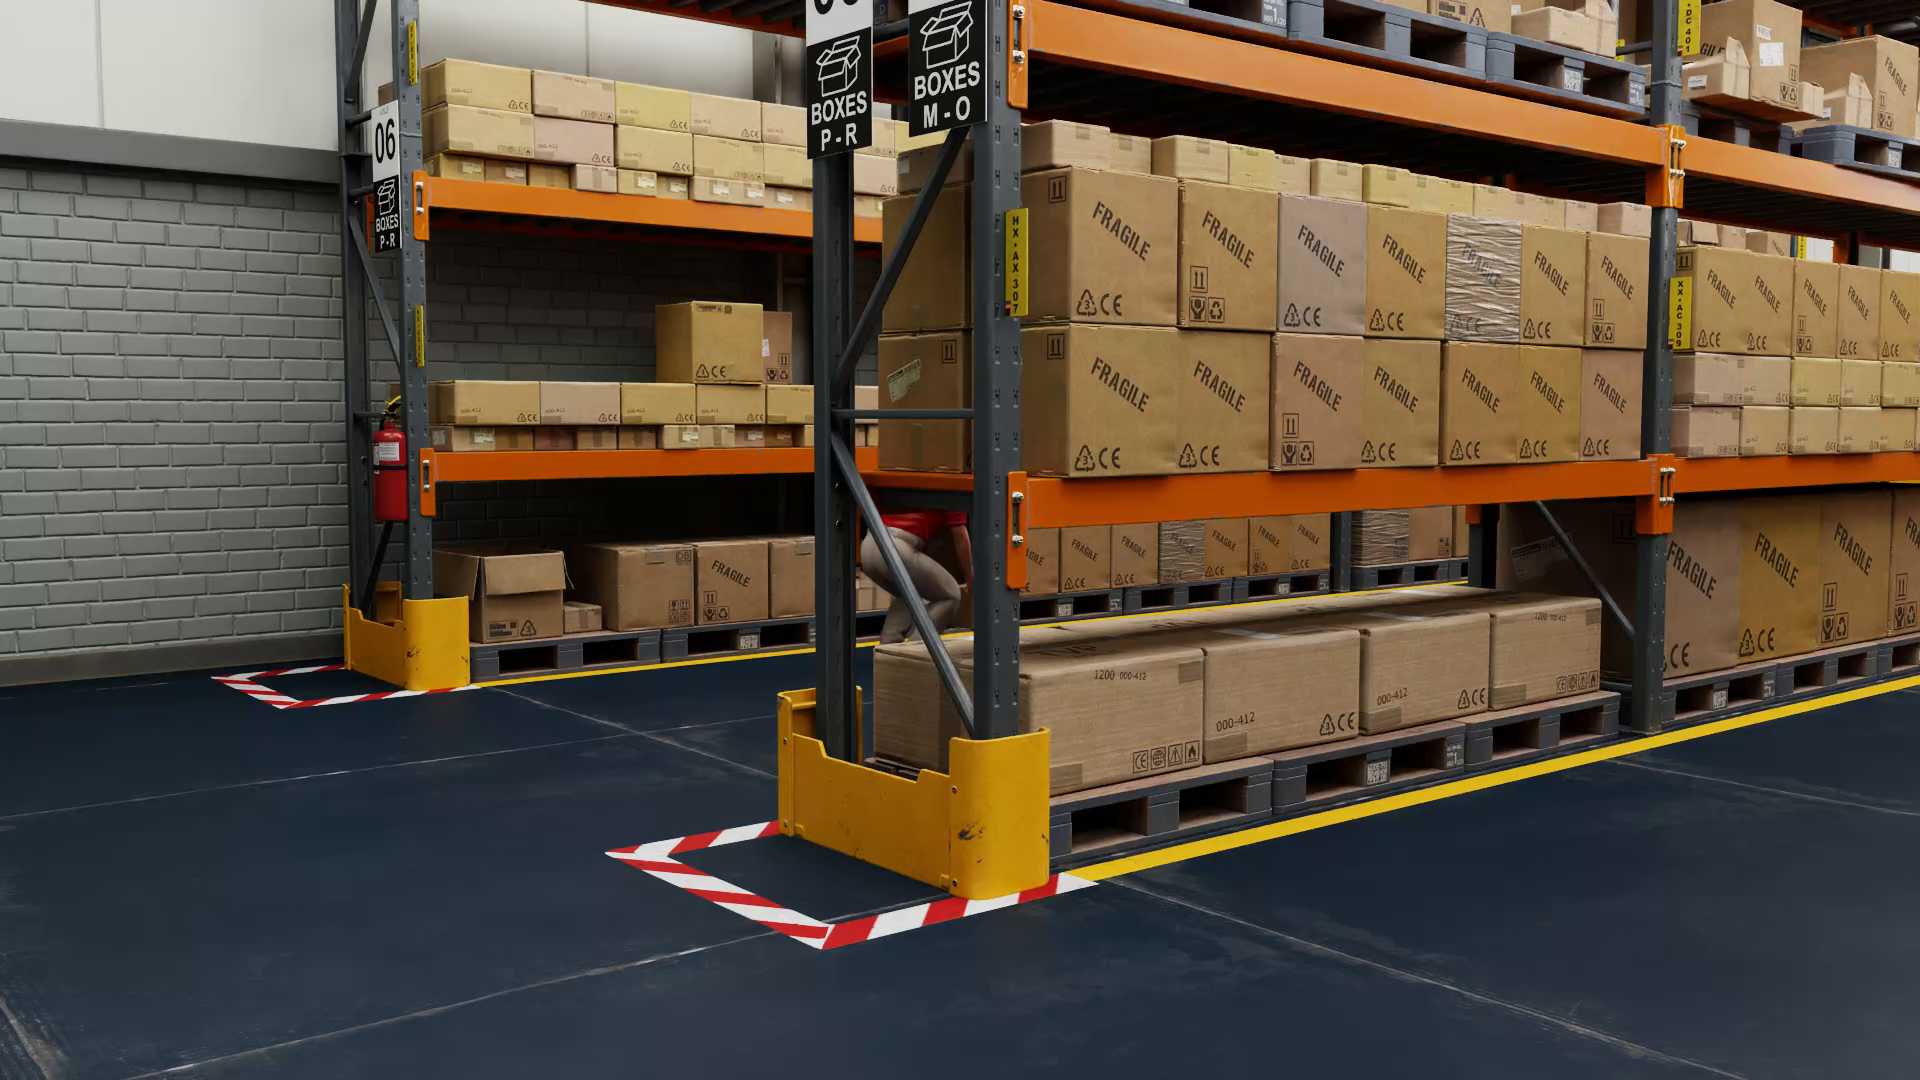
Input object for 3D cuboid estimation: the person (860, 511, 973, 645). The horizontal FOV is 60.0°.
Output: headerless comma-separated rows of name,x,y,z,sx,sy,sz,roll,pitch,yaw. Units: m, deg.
person,-0.265,0.116,10.082,0.767,1.284,0.589,-3,5,-39
